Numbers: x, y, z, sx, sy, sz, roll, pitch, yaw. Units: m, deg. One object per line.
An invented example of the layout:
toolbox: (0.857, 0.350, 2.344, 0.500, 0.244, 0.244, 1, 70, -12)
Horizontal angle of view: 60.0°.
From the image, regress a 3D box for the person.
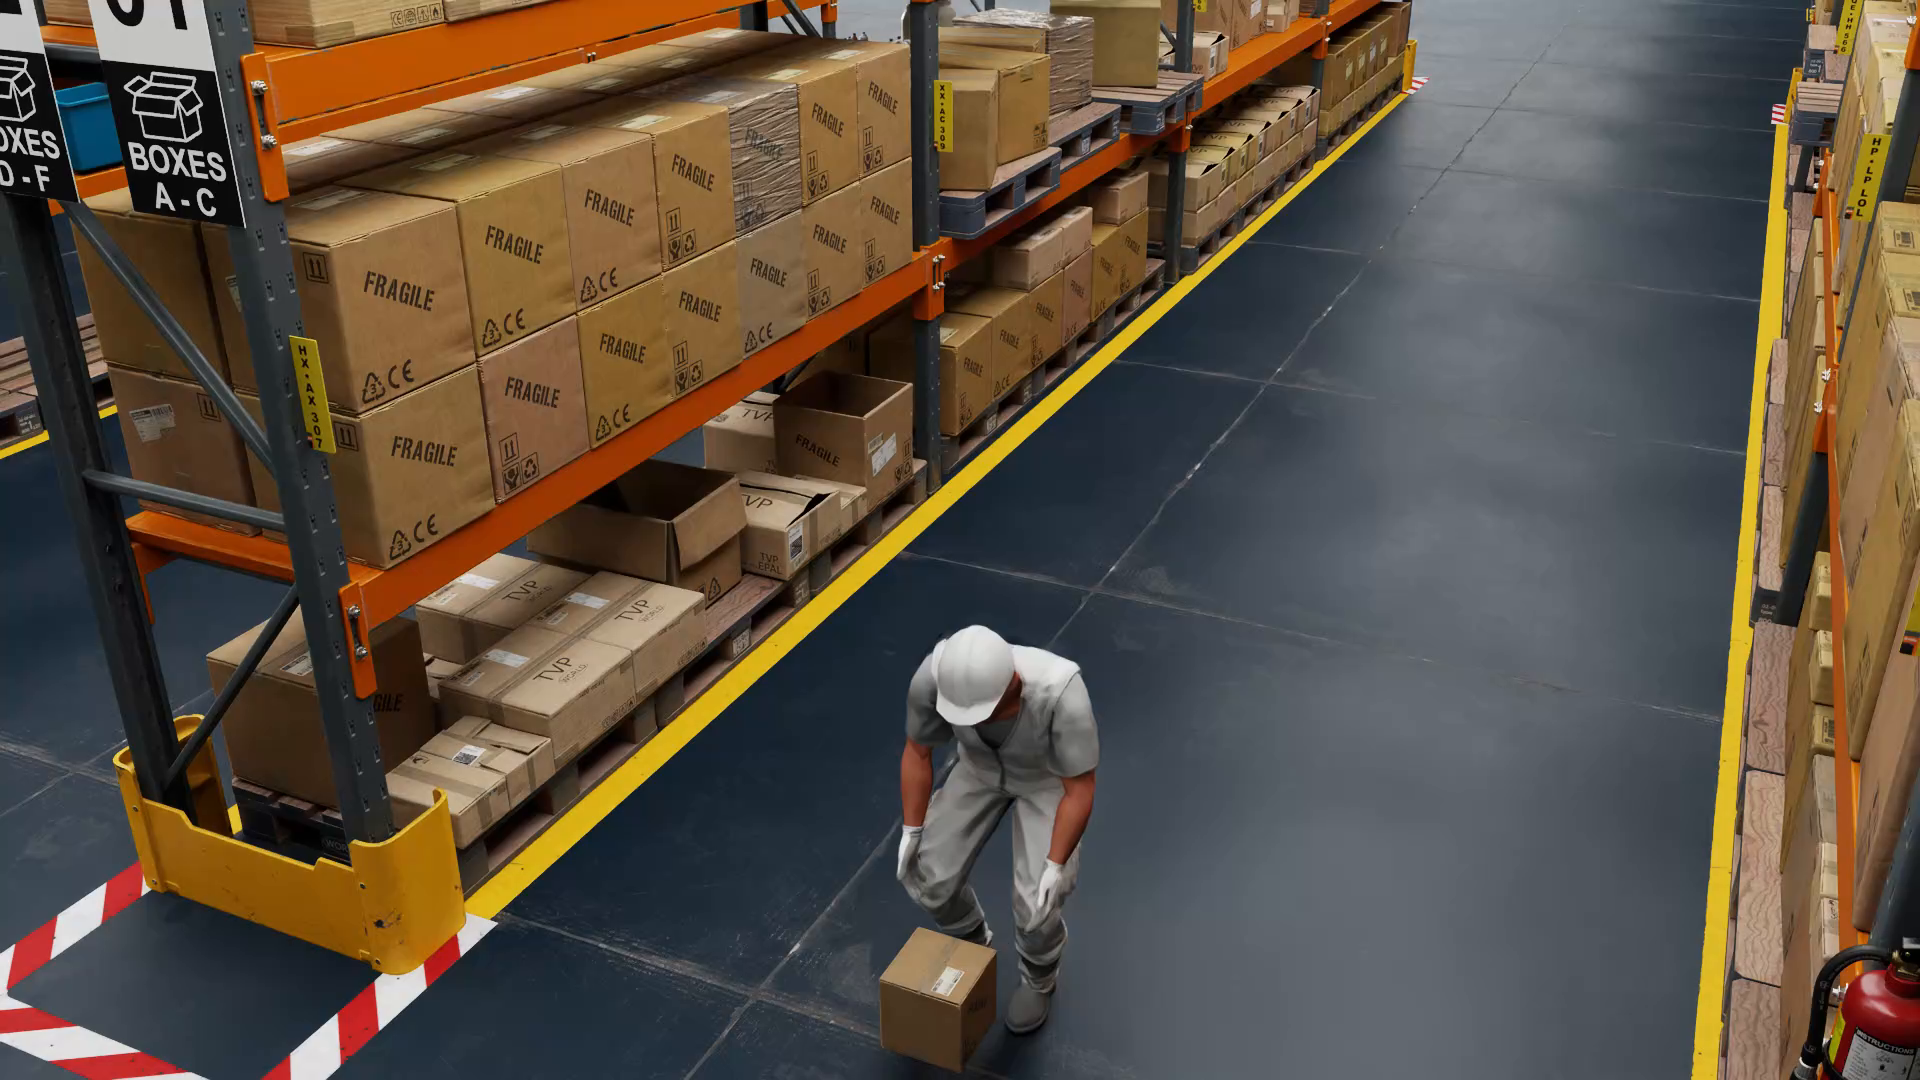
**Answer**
person: (0.138, 0.791, 4.852, 0.583, 1.443, 0.749, 11, 28, 22)
